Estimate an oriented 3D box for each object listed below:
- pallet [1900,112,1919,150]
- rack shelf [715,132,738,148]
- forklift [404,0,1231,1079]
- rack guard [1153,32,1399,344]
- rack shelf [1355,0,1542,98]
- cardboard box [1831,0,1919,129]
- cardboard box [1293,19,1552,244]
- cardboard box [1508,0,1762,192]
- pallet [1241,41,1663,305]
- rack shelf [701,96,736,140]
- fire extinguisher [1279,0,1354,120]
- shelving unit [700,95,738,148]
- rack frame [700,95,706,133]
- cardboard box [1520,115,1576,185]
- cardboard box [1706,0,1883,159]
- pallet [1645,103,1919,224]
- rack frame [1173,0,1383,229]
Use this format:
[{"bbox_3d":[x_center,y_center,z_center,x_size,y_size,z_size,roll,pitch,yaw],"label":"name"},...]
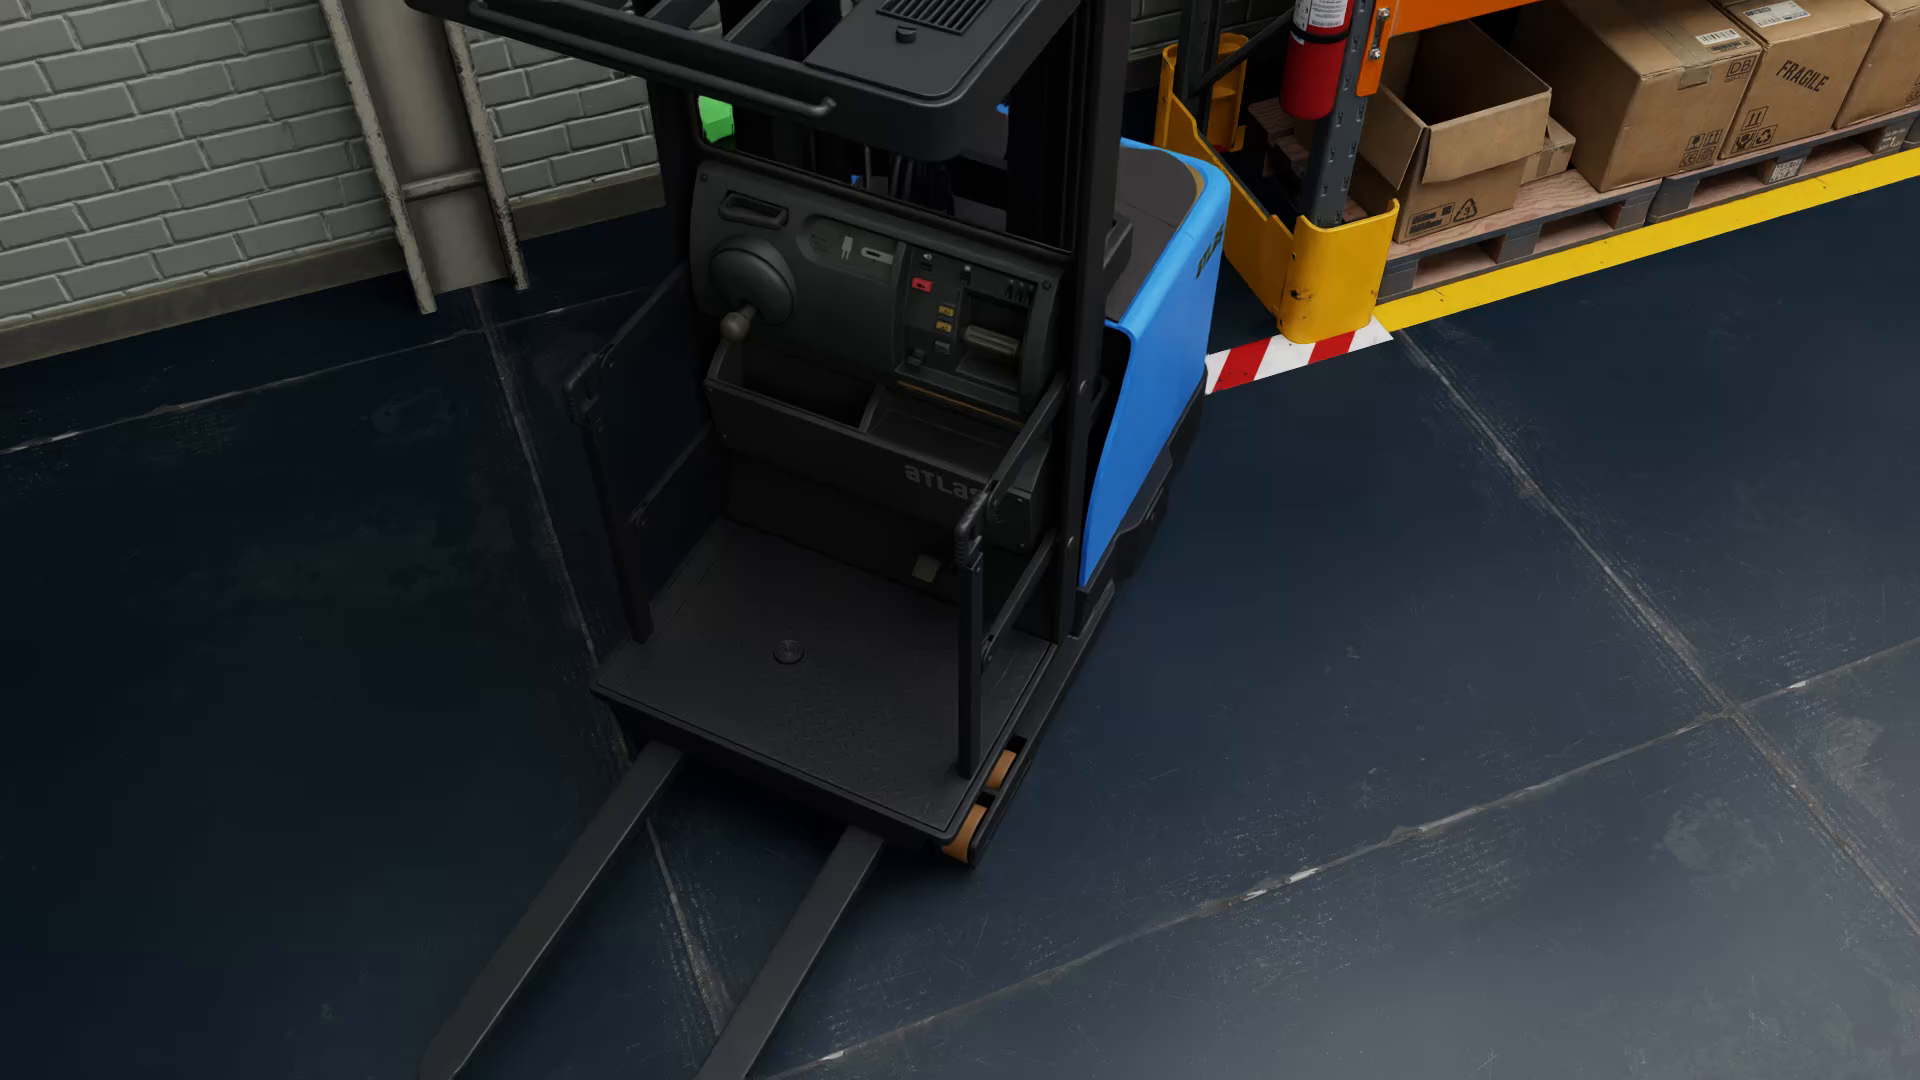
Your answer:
[{"bbox_3d":[4.104,-2.130,6.940,1.213,0.211,1.003,-17,52,-14],"label":"pallet"},{"bbox_3d":[-0.604,-1.187,5.243,0.480,0.148,0.258,-25,53,-20],"label":"rack shelf"},{"bbox_3d":[-0.307,-0.477,3.727,1.130,2.935,3.031,20,52,17],"label":"forklift"},{"bbox_3d":[1.108,-1.295,6.032,0.348,0.500,1.175,-17,52,-14],"label":"rack guard"},{"bbox_3d":[2.889,-2.427,5.831,4.000,0.370,1.077,-17,52,-14],"label":"rack shelf"},{"bbox_3d":[3.406,-2.034,6.391,0.500,0.500,0.700,-19,52,-16],"label":"cardboard box"},{"bbox_3d":[1.639,-1.520,5.947,0.637,0.503,0.797,-19,52,-16],"label":"cardboard box"},{"bbox_3d":[2.445,-1.737,6.135,0.500,0.500,0.700,-15,51,-13],"label":"cardboard box"},{"bbox_3d":[1.845,-1.430,6.339,1.213,0.211,1.003,-17,52,-14],"label":"pallet"},{"bbox_3d":[-0.606,-1.347,5.064,0.480,0.148,0.258,-25,53,-20],"label":"rack shelf"},{"bbox_3d":[1.076,-1.574,4.921,0.183,0.674,0.296,-17,52,-14],"label":"fire extinguisher"},{"bbox_3d":[-0.602,-1.071,5.375,0.503,1.200,0.258,-25,53,-20],"label":"shelving unit"},{"bbox_3d":[-0.810,-0.973,5.291,0.015,1.200,0.240,-25,53,-20],"label":"rack frame"},{"bbox_3d":[2.047,-1.499,6.162,0.250,0.149,0.380,-19,52,-16],"label":"cardboard box"},{"bbox_3d":[2.973,-1.818,6.205,0.500,0.500,0.500,-16,51,-14],"label":"cardboard box"},{"bbox_3d":[2.973,-1.777,6.637,1.213,0.211,1.003,-17,52,-14],"label":"pallet"},{"bbox_3d":[1.037,-2.087,5.065,0.127,3.000,1.000,-17,52,-14],"label":"rack frame"}]
